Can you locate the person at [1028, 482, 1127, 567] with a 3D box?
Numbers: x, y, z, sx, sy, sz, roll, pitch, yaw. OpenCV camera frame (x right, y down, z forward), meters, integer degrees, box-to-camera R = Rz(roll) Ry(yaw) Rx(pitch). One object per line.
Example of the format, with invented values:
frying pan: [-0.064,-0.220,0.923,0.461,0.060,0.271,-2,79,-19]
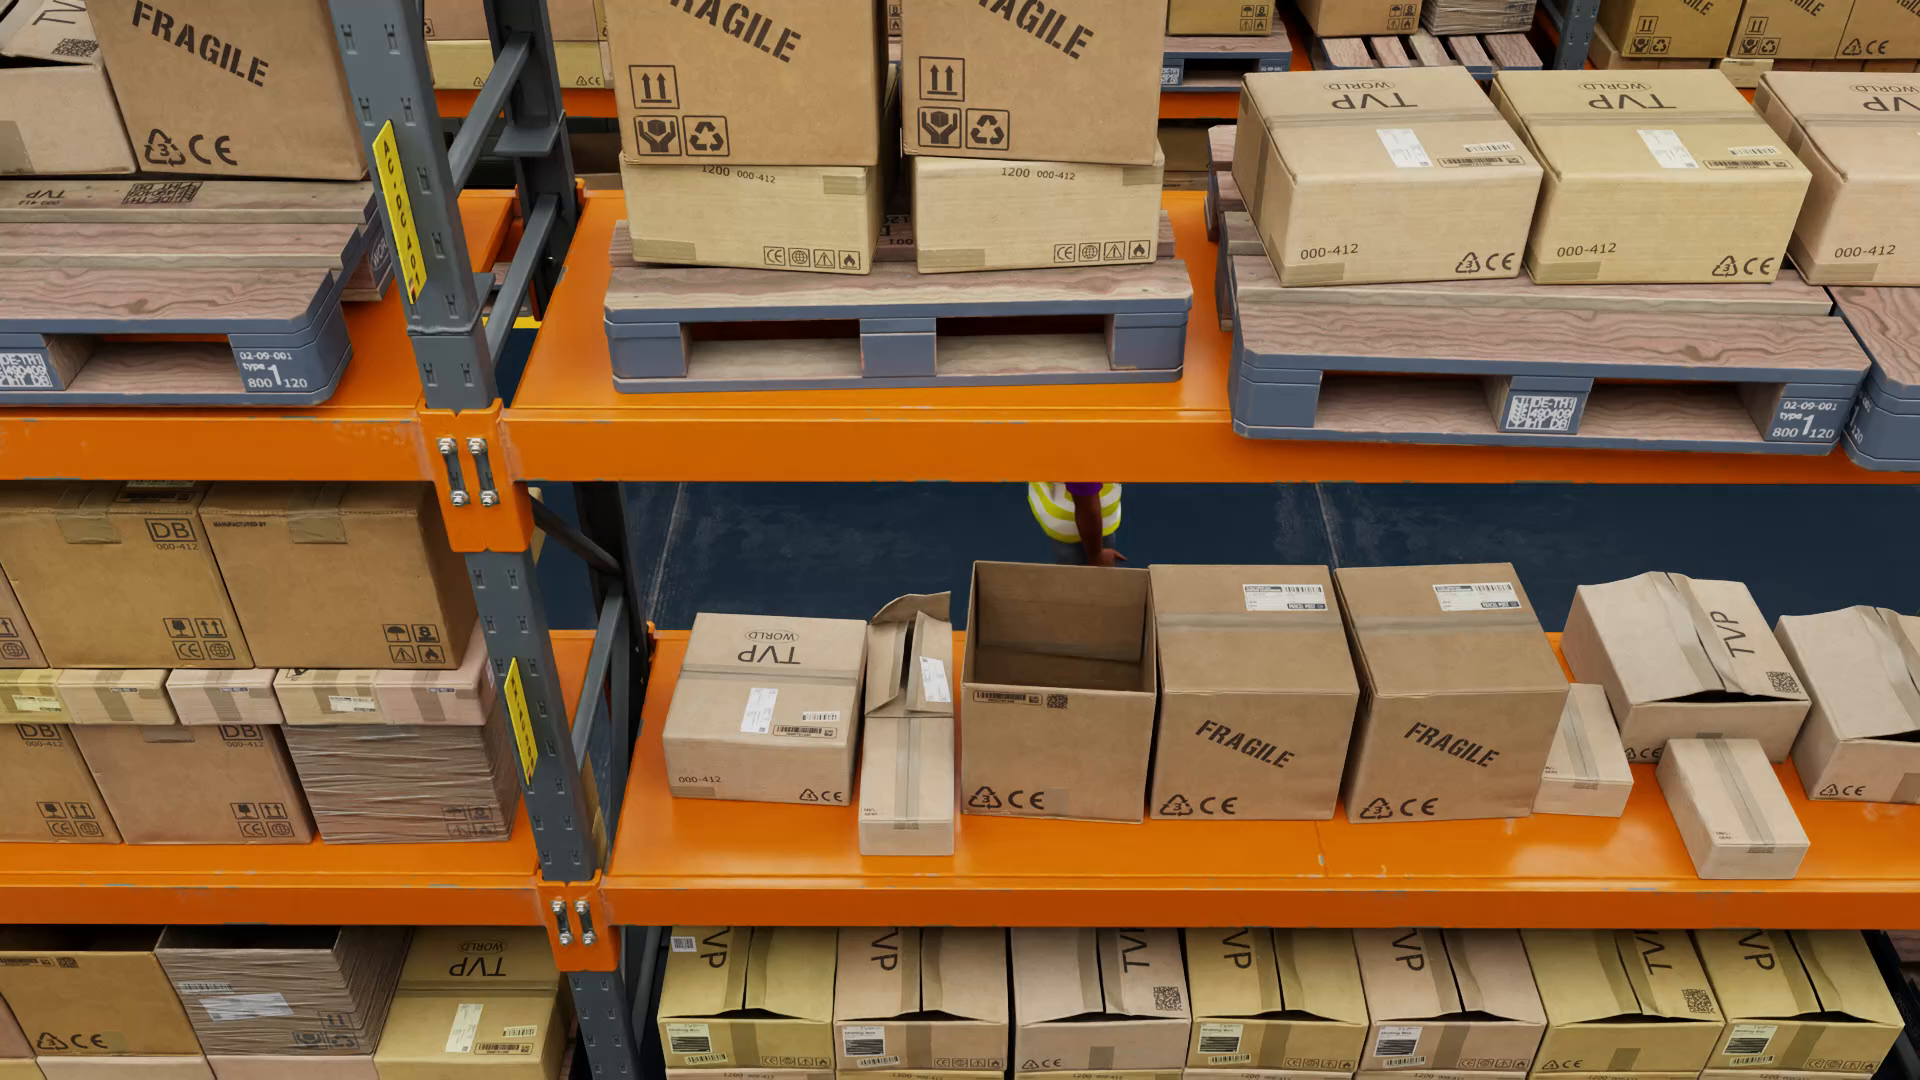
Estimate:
person: [0.451,-0.096,6.274,0.391,1.808,0.587,-9,40,-11]
